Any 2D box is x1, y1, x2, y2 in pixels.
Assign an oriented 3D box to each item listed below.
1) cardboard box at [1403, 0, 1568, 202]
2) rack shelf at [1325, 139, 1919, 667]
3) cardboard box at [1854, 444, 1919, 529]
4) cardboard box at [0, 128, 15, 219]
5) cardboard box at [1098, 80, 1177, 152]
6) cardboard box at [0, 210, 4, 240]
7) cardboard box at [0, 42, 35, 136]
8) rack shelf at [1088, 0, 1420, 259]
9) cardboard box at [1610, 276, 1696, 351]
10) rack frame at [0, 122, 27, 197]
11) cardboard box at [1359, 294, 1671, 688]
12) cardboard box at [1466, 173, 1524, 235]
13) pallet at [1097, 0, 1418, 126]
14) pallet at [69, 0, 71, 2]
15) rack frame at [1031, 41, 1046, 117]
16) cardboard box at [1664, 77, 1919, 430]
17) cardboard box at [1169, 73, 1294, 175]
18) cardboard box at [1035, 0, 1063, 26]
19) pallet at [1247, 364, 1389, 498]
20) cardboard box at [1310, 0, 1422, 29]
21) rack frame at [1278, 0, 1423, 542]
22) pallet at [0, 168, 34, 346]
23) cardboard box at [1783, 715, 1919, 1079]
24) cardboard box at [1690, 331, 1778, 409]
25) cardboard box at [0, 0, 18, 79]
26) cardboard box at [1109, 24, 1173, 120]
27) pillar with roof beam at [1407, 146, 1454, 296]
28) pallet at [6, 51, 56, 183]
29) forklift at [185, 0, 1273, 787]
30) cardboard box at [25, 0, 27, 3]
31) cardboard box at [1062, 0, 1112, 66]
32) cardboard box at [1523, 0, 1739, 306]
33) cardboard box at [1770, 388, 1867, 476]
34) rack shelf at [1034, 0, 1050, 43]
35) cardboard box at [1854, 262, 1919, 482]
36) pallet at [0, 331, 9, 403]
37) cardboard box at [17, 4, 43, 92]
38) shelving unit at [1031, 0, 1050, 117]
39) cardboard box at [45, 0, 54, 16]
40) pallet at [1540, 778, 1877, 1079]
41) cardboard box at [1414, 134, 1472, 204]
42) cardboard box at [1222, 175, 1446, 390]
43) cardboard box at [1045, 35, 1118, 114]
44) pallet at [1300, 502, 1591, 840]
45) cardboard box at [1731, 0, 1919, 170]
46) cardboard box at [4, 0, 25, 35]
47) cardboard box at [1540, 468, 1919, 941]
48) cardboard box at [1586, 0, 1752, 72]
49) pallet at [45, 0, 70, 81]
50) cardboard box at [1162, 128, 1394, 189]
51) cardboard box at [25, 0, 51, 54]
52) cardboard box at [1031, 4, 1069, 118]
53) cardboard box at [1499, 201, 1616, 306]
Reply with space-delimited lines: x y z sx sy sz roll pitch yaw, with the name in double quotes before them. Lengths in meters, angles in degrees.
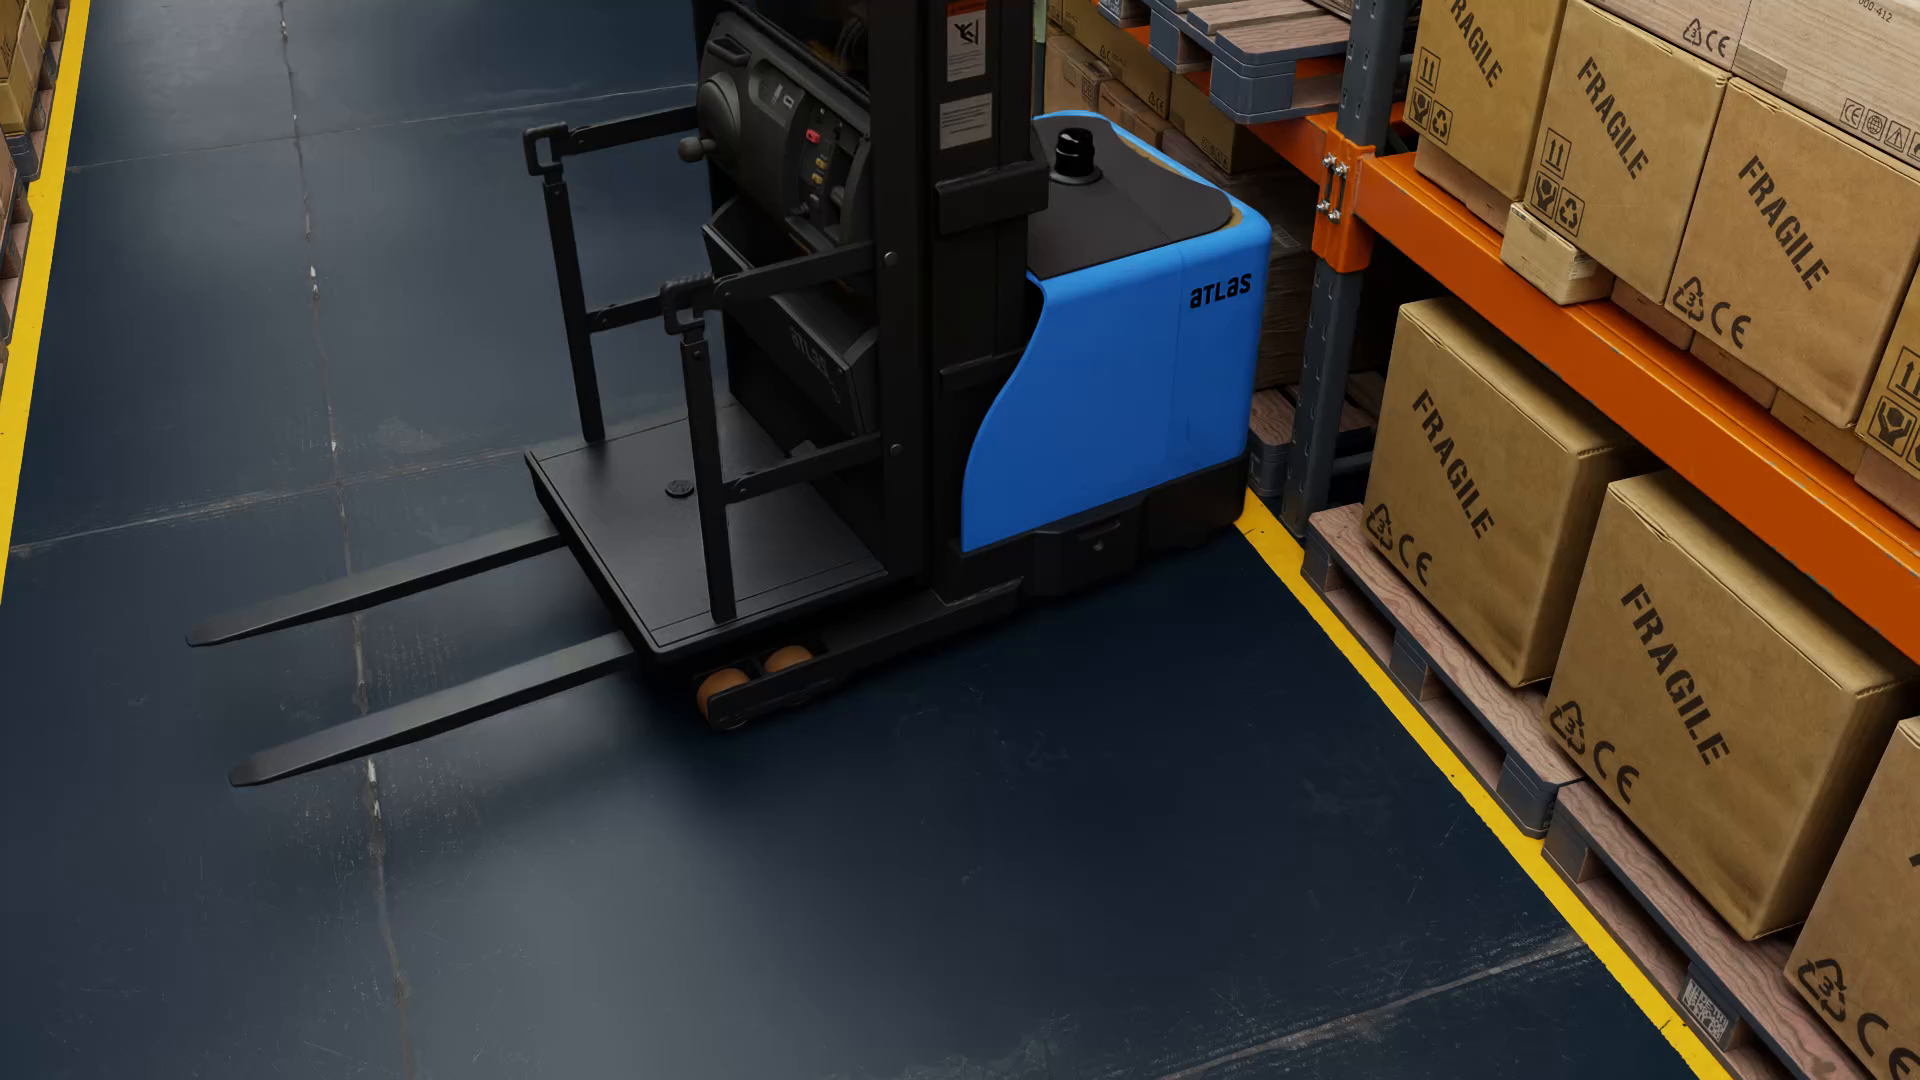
"cardboard box" 1.440 -1.171 3.964 0.500 0.500 0.500 -11 38 -15
"rack shelf" 2.201 0.086 3.241 1.077 0.370 4.000 -12 39 -16
"cardboard box" 1.947 -0.141 3.136 0.380 0.149 0.250 -12 39 -16
"cardboard box" -4.098 -1.459 6.630 0.500 0.250 0.500 -13 39 -16
"cardboard box" 0.951 -1.495 6.453 0.700 0.500 0.500 -13 39 -16
"cardboard box" -3.926 -1.173 6.250 0.500 0.250 0.500 -13 39 -17
"cardboard box" -4.388 -1.958 7.292 0.500 0.250 0.500 -12 39 -16
"rack shelf" 0.825 -2.174 6.241 1.077 0.370 4.000 -12 39 -16
"cardboard box" 1.702 -0.577 3.715 0.380 0.149 0.250 -13 39 -16
"rack frame" -4.513 -2.563 6.160 1.000 3.000 0.127 -12 39 -16
"cardboard box" 1.643 -0.198 4.458 0.750 0.750 0.750 -13 39 -17
"cardboard box" 1.488 -0.861 4.092 0.380 0.149 0.250 -12 39 -15
"pallet" 1.168 -1.635 5.088 1.213 0.211 1.003 -12 39 -16
"pallet" -5.587 -3.286 9.437 1.003 0.211 1.213 -12 39 -16
"rack frame" 0.122 -1.701 6.262 0.400 1.500 0.023 12 39 15
"cardboard box" 1.781 -0.593 3.197 0.500 0.500 0.500 -13 39 -16
"cardboard box" 1.079 -1.539 5.889 0.500 0.250 0.500 -12 39 -15
"cardboard box" 0.560 -2.408 7.042 0.500 0.250 0.500 -13 39 -17
"pallet" 1.246 -0.660 5.950 1.003 0.211 1.213 -12 39 -16
"cardboard box" 1.342 -1.811 4.712 0.700 0.500 0.500 -17 40 -21
"rack frame" 1.513 -1.332 4.525 1.000 3.000 0.127 -12 39 -16
"pallet" -4.223 -1.042 6.457 1.003 0.211 1.213 -12 39 -16
"cardboard box" 2.235 0.777 3.163 0.750 0.750 0.750 -11 38 -15
"cardboard box" 1.799 -0.432 3.523 0.380 0.149 0.250 -12 39 -15
"cardboard box" -4.379 -2.259 7.069 0.500 0.500 0.500 -12 39 -16
"cardboard box" 0.897 -1.829 6.273 0.500 0.250 0.500 -13 39 -16
"pillar with roof beam" -2.164 -3.750 2.749 9.100 9.000 0.400 -12 39 -16
"pallet" -4.747 -1.908 7.607 1.003 0.211 1.213 -12 39 -16
"forklift" -0.638 -1.016 4.163 3.031 2.935 1.130 -19 41 -23
"cardboard box" -4.723 -2.824 7.819 0.500 0.500 0.500 -12 39 -16
"cardboard box" 0.743 -2.114 6.653 0.500 0.250 0.500 -14 39 -17
"cardboard box" 1.612 -0.873 3.569 0.500 0.500 0.500 -11 38 -14
"cardboard box" 1.878 -0.284 3.326 0.380 0.149 0.250 -12 39 -15
"rack shelf" 0.002 -1.805 5.751 0.431 0.370 0.720 12 39 15
"cardboard box" 1.968 -0.300 2.808 0.500 0.500 0.500 -11 38 -15
"pallet" -3.799 -0.351 5.541 1.003 0.211 1.213 -12 39 -16
"cardboard box" -4.555 -2.241 7.669 0.500 0.250 0.500 -12 39 -16
"shelving unit" 0.002 -1.493 5.986 0.431 1.500 0.755 12 39 15
"cardboard box" -4.900 -2.806 8.418 0.500 0.250 0.500 -12 39 -16
"pallet" 2.130 0.931 3.838 1.003 0.211 1.213 -12 39 -16
"cardboard box" 1.409 -1.005 4.284 0.380 0.149 0.250 -13 39 -17
"cardboard box" 1.216 -0.905 5.670 0.700 0.500 0.500 -12 39 -15
"cardboard box" 0.768 -1.778 6.829 0.700 0.500 0.500 -12 39 -15
"pallet" 1.714 0.243 4.752 1.003 0.211 1.213 -12 39 -16
"cardboard box" 1.789 -0.903 2.985 0.500 0.250 0.500 -12 39 -16
"cardboard box" -4.558 -2.540 7.442 0.500 0.500 0.500 -12 39 -16
"cardboard box" 1.939 0.298 3.799 0.750 0.750 0.750 -13 39 -16
"cardboard box" 1.613 -1.185 3.359 0.500 0.250 0.500 -13 39 -17
"pallet" -5.171 -2.598 8.524 1.003 0.211 1.213 -12 39 -16
"cardboard box" 1.148 -1.220 6.088 0.700 0.500 0.500 -13 39 -16
"cardboard box" -4.723 -2.525 8.045 0.500 0.250 0.500 -12 39 -16
"cardboard box" 0.631 -2.075 7.223 0.700 0.500 0.500 -13 39 -17
"cardboard box" 1.500 -0.693 3.870 0.380 0.149 0.250 -11 38 -15
